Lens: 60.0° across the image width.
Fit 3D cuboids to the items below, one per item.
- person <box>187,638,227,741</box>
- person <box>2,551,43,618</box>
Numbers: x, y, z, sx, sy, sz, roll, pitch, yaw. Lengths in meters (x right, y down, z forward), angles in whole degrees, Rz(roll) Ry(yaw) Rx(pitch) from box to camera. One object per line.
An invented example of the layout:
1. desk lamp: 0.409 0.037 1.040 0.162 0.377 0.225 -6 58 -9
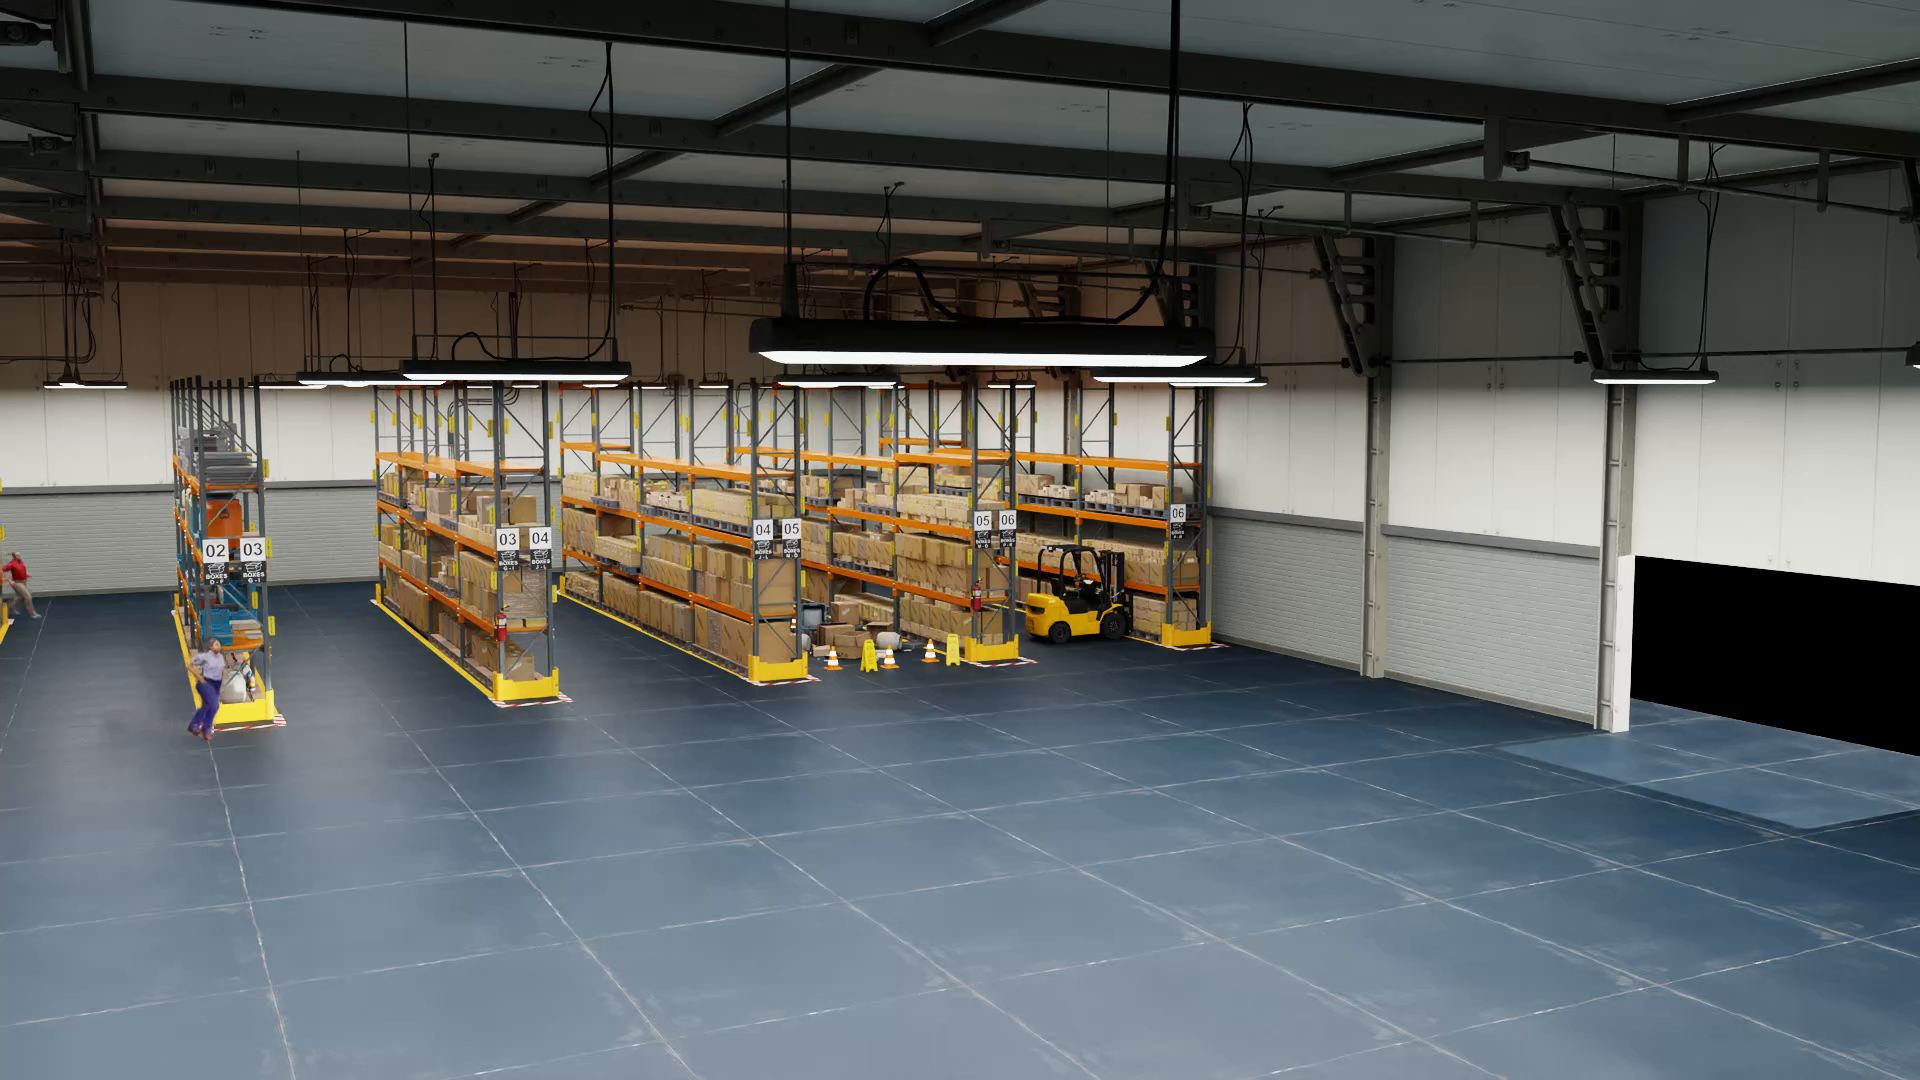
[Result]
1. person: -12.495 2.481 27.633 0.660 1.690 0.634 1 5 12
2. person: -23.747 1.136 42.014 0.936 1.732 0.740 0 5 -4
